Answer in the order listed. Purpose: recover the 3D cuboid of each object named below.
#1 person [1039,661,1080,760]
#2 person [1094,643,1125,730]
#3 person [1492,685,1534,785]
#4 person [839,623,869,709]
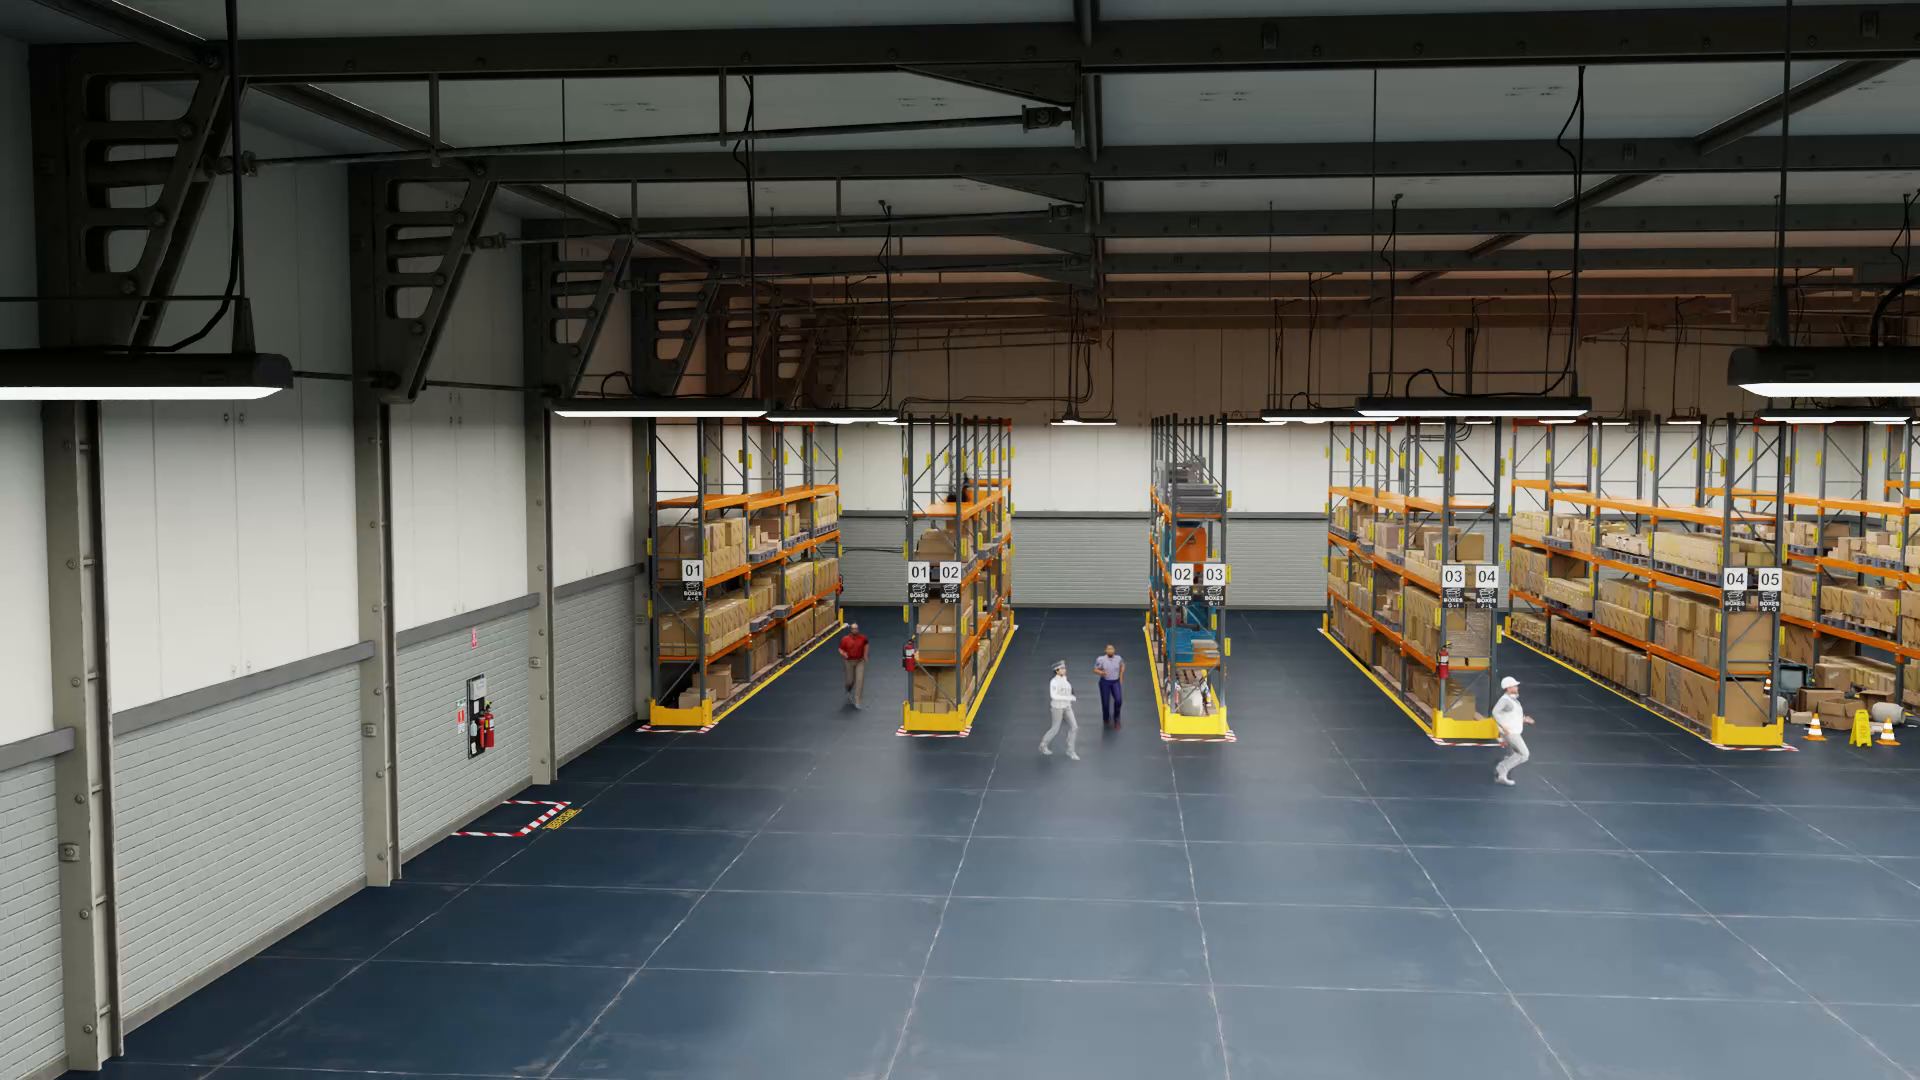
[{"bbox_3d":[1.723,2.946,28.851,0.751,1.744,0.601,3,5,37],"label":"person"},{"bbox_3d":[2.855,2.788,31.713,0.614,1.665,0.758,0,4,-2],"label":"person"},{"bbox_3d":[8.844,3.085,26.565,0.605,1.678,0.645,2,4,29],"label":"person"},{"bbox_3d":[-2.181,2.559,34.288,0.647,1.719,0.943,-1,4,-9],"label":"person"}]
